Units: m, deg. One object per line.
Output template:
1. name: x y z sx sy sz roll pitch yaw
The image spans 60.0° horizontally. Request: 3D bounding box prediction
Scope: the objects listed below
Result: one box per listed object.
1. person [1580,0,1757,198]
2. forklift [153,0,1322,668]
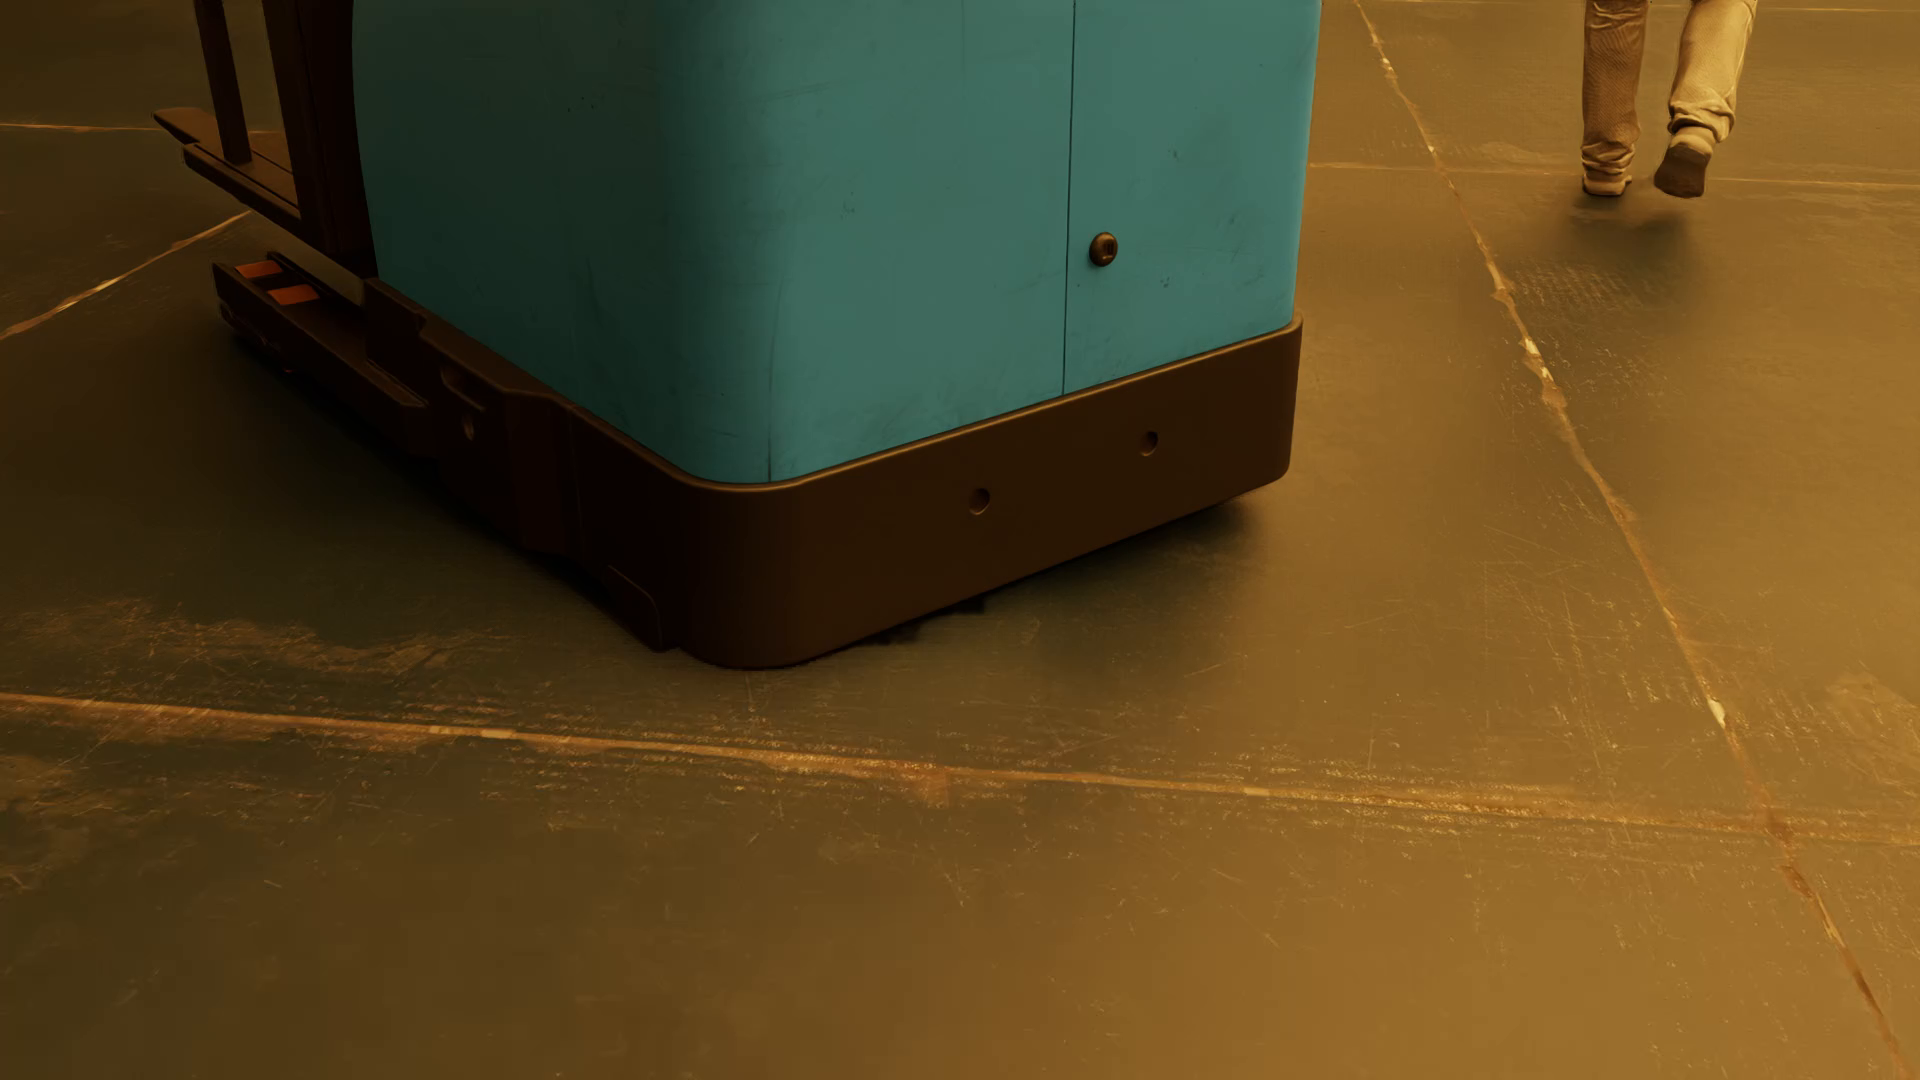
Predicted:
1. person: 1.663 -1.658 3.905 0.705 1.724 0.555 12 29 22
2. forklift: -0.800 -1.745 2.715 1.130 2.935 3.031 -20 33 -34
